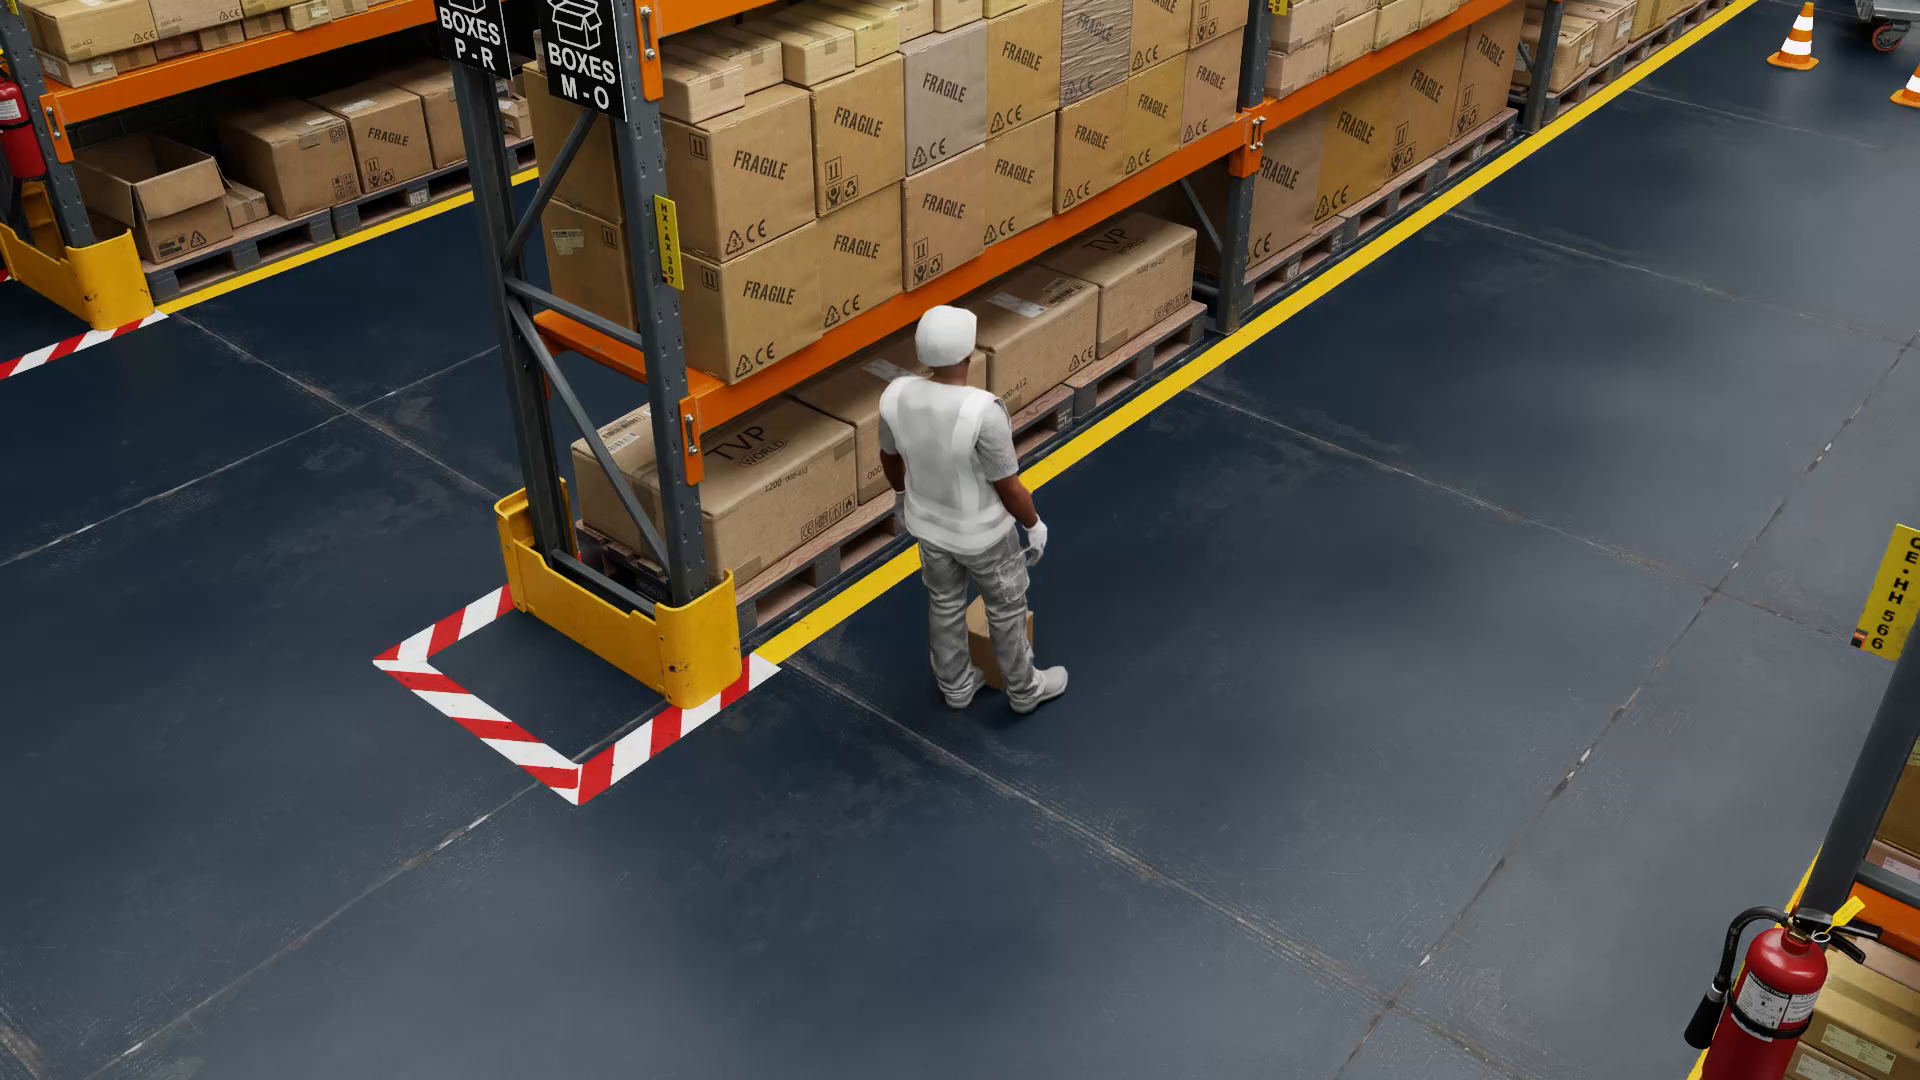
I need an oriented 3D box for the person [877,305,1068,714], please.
[{"bbox_3d":[0.052,-0.110,6.270,0.656,1.782,0.577,20,39,26],"label":"person"}]
